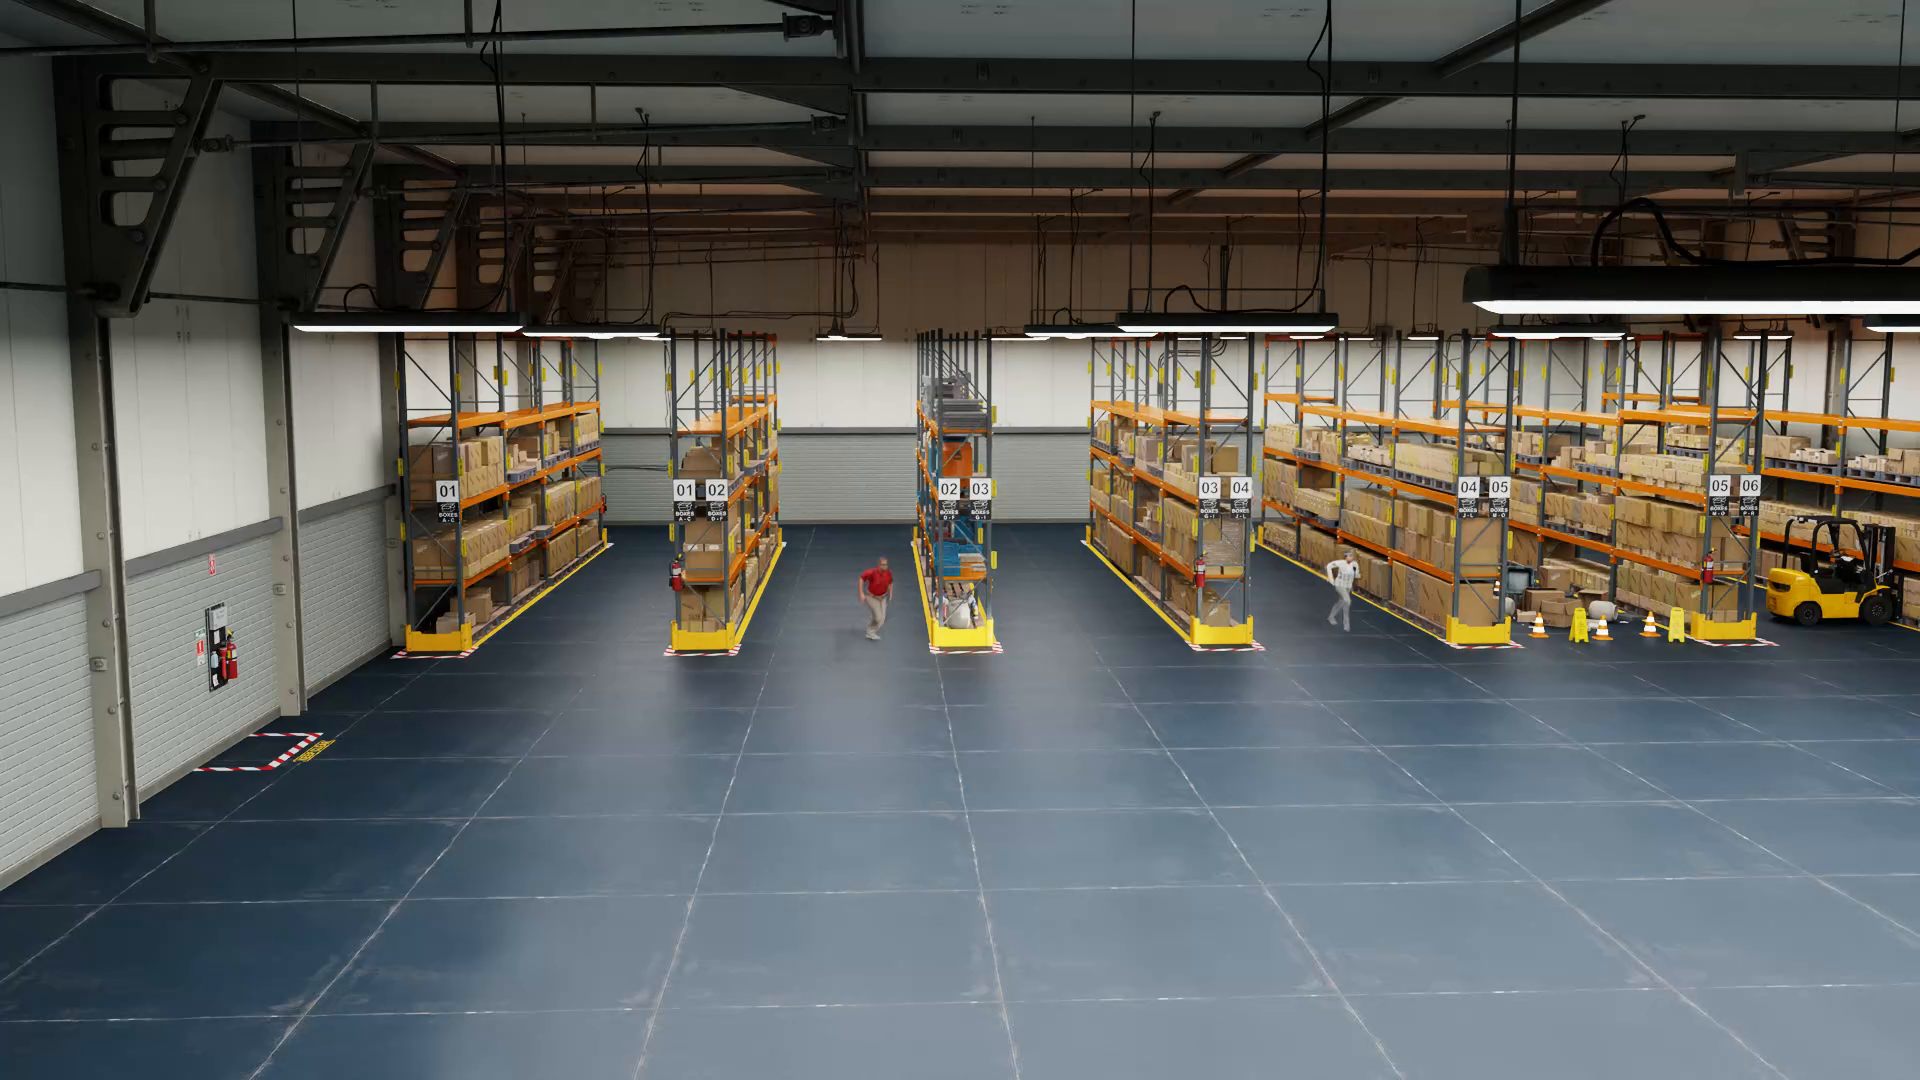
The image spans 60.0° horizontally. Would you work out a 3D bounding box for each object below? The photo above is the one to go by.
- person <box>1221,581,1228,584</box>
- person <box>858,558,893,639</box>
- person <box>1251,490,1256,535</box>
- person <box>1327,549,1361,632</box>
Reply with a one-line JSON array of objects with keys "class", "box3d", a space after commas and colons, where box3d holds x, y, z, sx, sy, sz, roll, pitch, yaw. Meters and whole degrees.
[{"class": "person", "box3d": [6.275, 0.137, 40.077, 0.654, 1.761, 0.853, -1, 7, -9]}, {"class": "person", "box3d": [-1.593, 1.145, 32.054, 0.685, 1.624, 0.663, -5, 8, -34]}, {"class": "person", "box3d": [8.324, -0.904, 48.885, 0.805, 1.801, 0.711, 0, 7, -2]}, {"class": "person", "box3d": [7.676, 0.980, 33.380, 0.605, 1.680, 0.908, -3, 7, -23]}]
